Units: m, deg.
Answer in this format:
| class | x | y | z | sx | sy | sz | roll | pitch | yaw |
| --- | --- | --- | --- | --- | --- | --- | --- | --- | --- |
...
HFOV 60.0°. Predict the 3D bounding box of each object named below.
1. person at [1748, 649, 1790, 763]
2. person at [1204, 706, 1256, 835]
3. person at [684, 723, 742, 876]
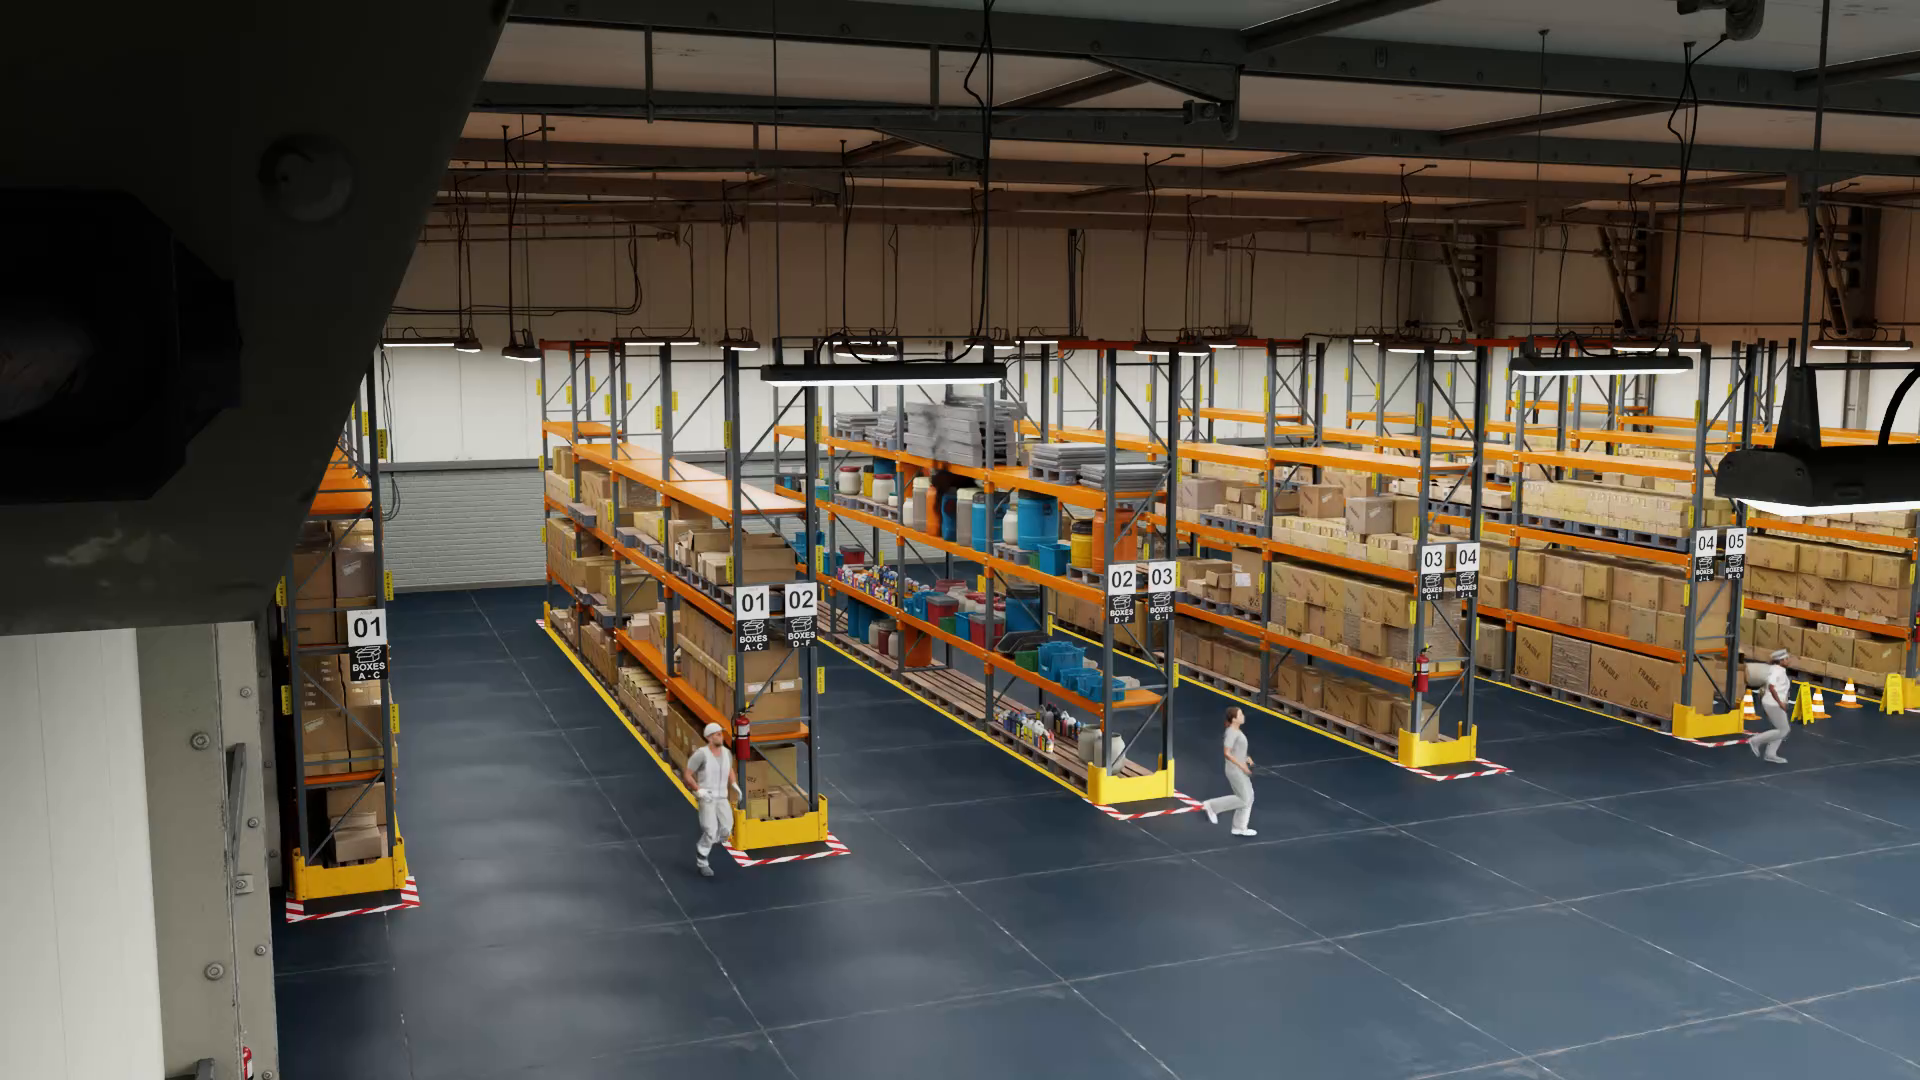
| class | x | y | z | sx | sy | sz | roll | pitch | yaw |
| --- | --- | --- | --- | --- | --- | --- | --- | --- | --- |
| person | 11.764 | 2.388 | 24.147 | 0.494 | 1.657 | 0.623 | 3 | 8 | 19 |
| person | 3.368 | 2.855 | 20.634 | 0.645 | 1.629 | 0.569 | 2 | 8 | 12 |
| person | -2.849 | 2.982 | 19.246 | 0.541 | 1.735 | 0.729 | 7 | 10 | 43 |
